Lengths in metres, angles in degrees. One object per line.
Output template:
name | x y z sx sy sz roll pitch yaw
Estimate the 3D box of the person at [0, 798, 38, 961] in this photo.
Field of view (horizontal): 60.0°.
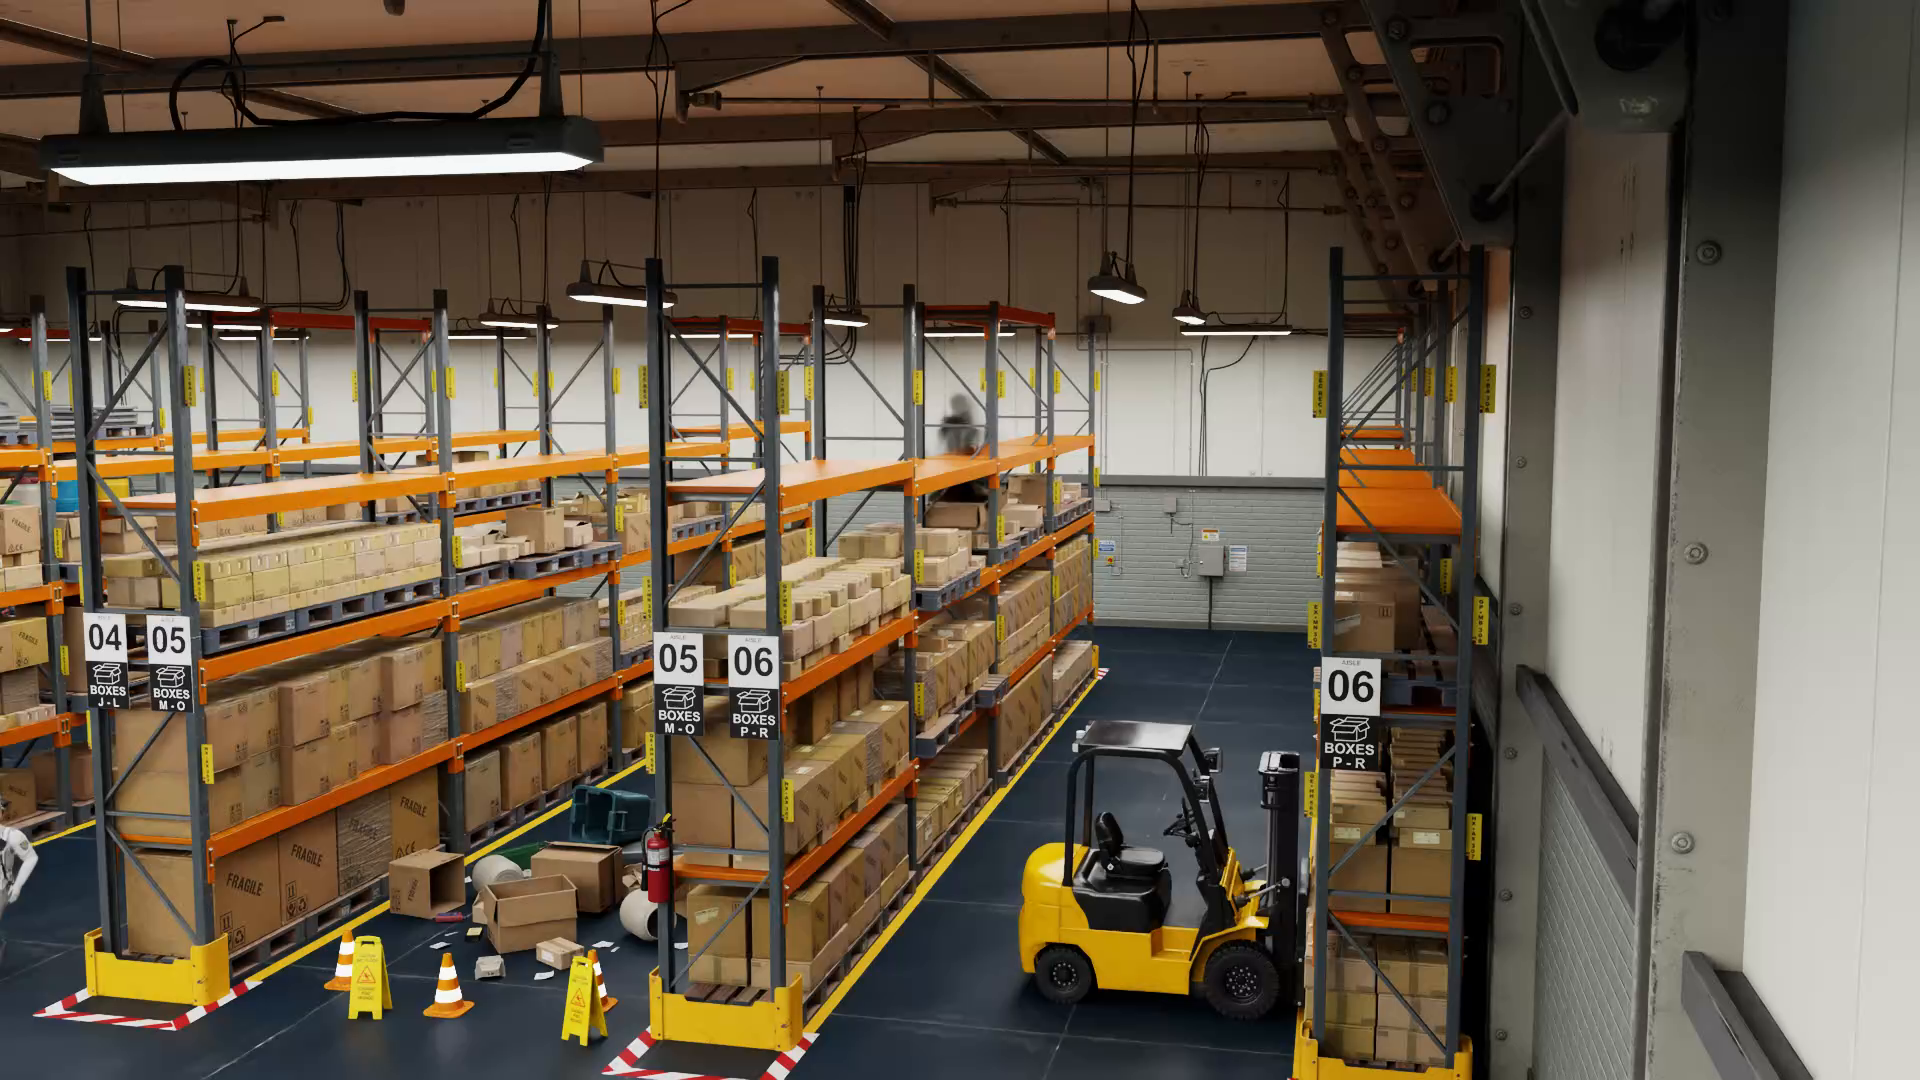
person | -8.153 2.959 13.970 0.671 1.647 0.497 -1 6 -7
